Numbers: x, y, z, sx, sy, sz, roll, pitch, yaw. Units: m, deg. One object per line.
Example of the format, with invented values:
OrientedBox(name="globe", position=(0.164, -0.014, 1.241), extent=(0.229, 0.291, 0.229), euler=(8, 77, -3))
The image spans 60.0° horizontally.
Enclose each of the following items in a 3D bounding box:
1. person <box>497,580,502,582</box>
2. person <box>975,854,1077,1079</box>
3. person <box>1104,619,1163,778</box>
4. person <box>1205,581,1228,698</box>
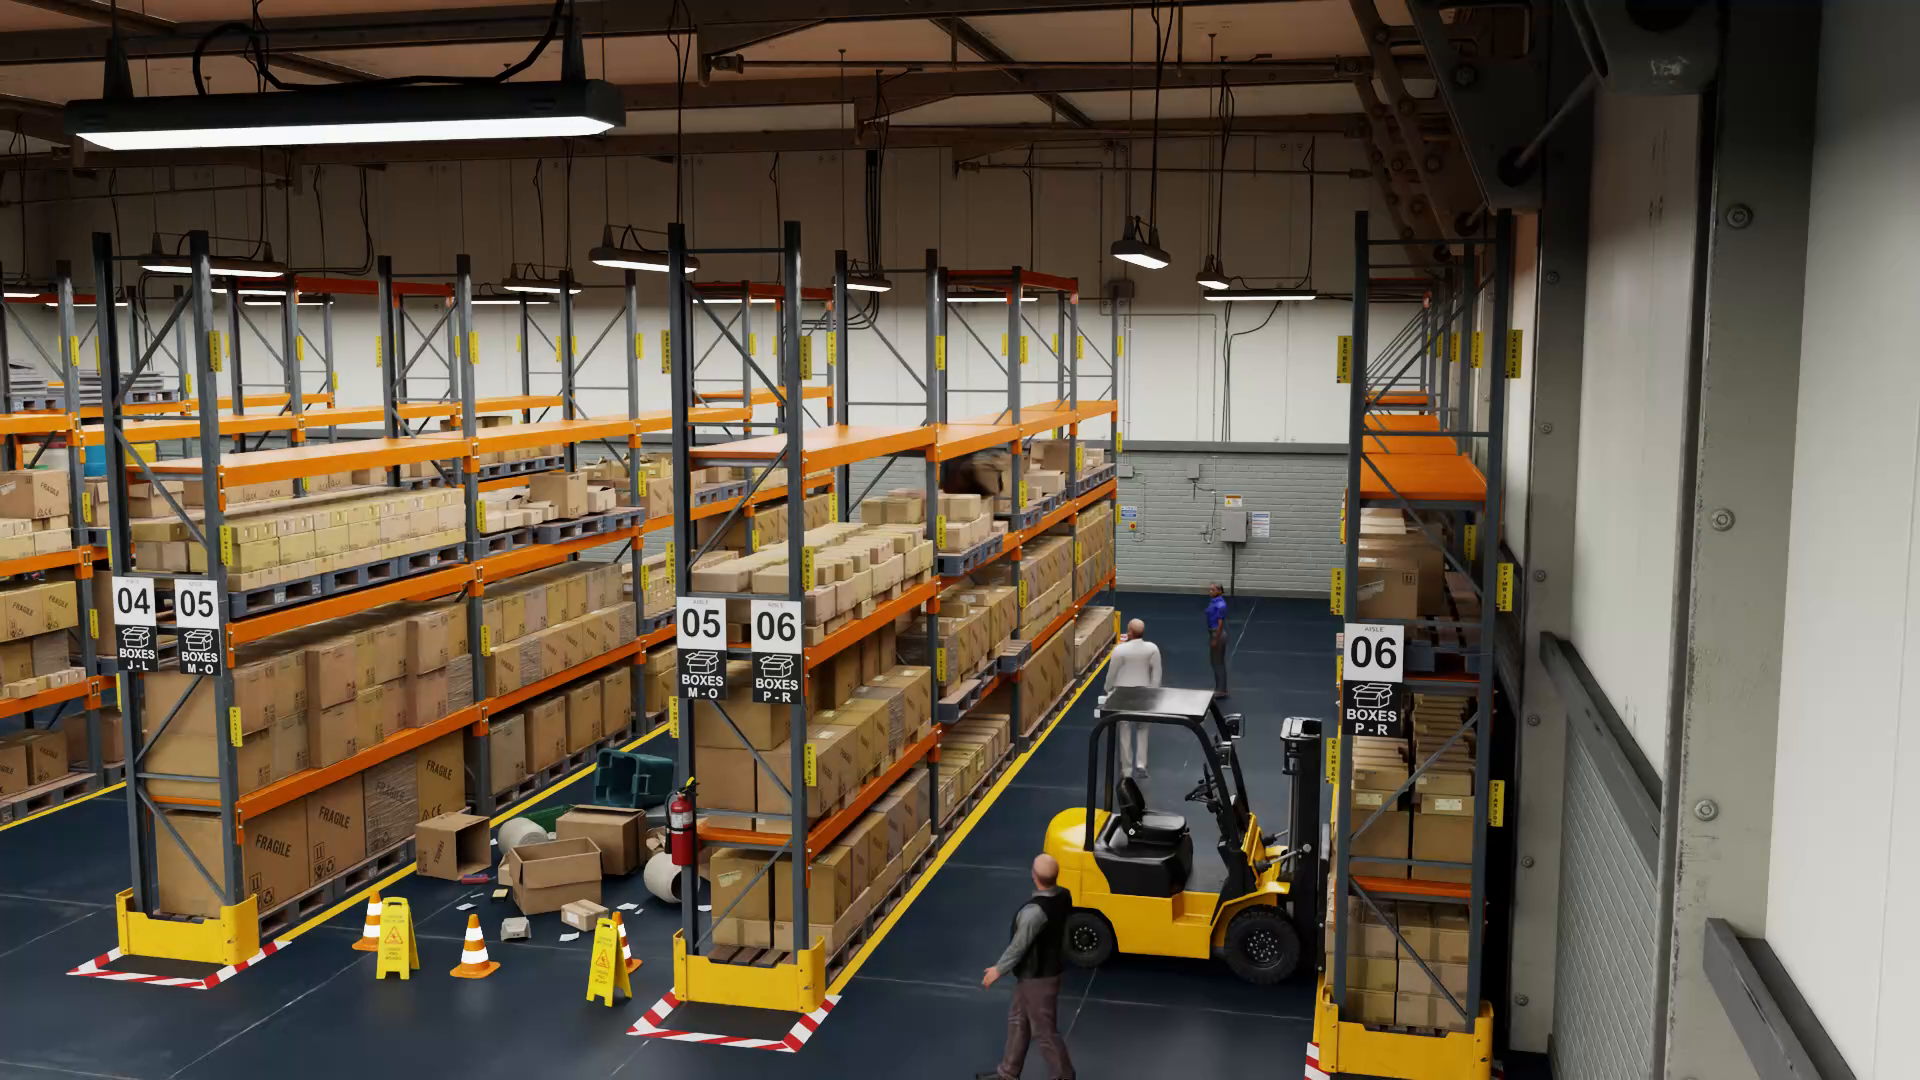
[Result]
OrientedBox(name="person", position=(-6.703, 1.391, 24.270), extent=(0.411, 1.619, 0.978), euler=(1, 7, 11))
OrientedBox(name="person", position=(0.445, 2.951, 11.274), extent=(0.714, 1.706, 0.535), euler=(1, 7, 5))
OrientedBox(name="person", position=(1.908, 1.783, 18.366), extent=(0.644, 1.868, 0.548), euler=(1, 7, 6))
OrientedBox(name="person", position=(3.686, 1.432, 23.942), extent=(0.326, 1.649, 0.474), euler=(1, 7, 5))
